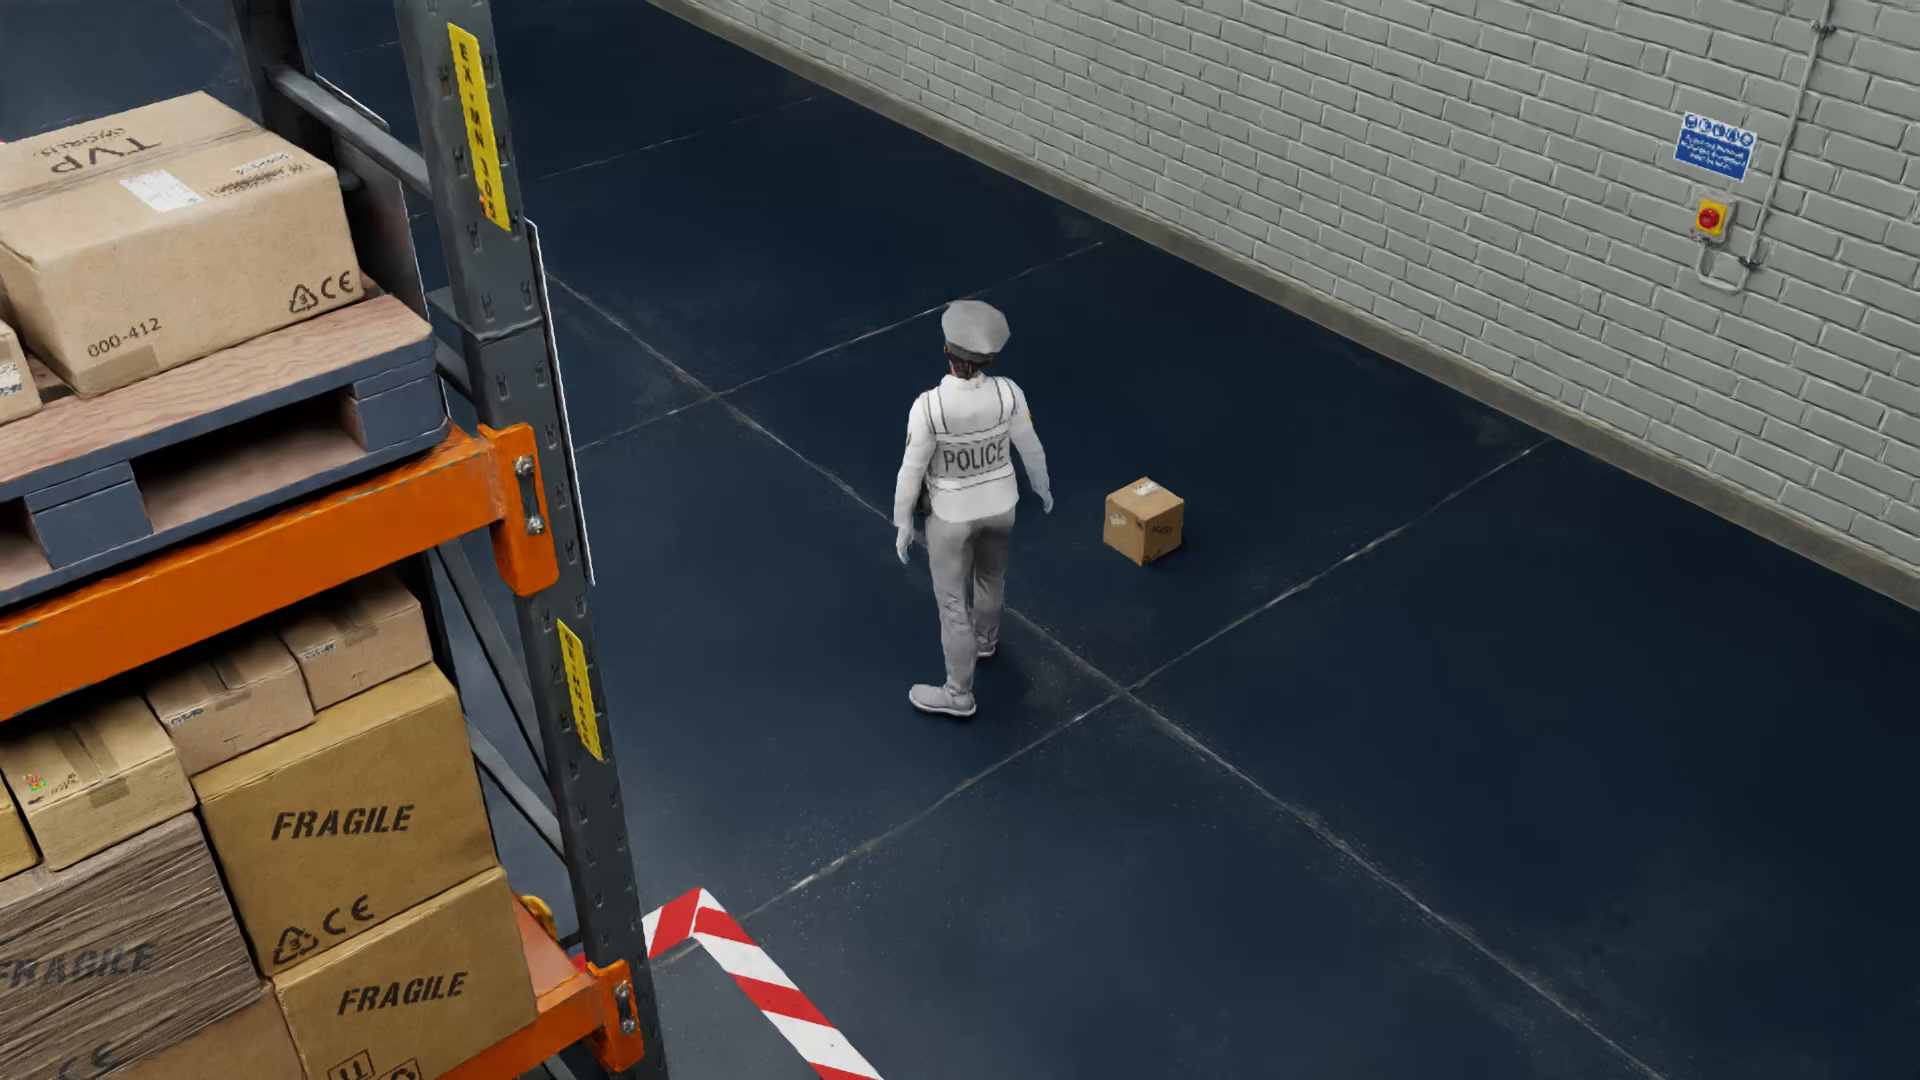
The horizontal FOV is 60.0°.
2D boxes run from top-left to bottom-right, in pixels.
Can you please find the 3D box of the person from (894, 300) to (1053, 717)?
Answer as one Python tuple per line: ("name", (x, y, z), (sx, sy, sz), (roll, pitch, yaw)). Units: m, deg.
("person", (0.035, -0.156, 6.315), (0.658, 1.672, 0.589), (-15, 39, -19))
